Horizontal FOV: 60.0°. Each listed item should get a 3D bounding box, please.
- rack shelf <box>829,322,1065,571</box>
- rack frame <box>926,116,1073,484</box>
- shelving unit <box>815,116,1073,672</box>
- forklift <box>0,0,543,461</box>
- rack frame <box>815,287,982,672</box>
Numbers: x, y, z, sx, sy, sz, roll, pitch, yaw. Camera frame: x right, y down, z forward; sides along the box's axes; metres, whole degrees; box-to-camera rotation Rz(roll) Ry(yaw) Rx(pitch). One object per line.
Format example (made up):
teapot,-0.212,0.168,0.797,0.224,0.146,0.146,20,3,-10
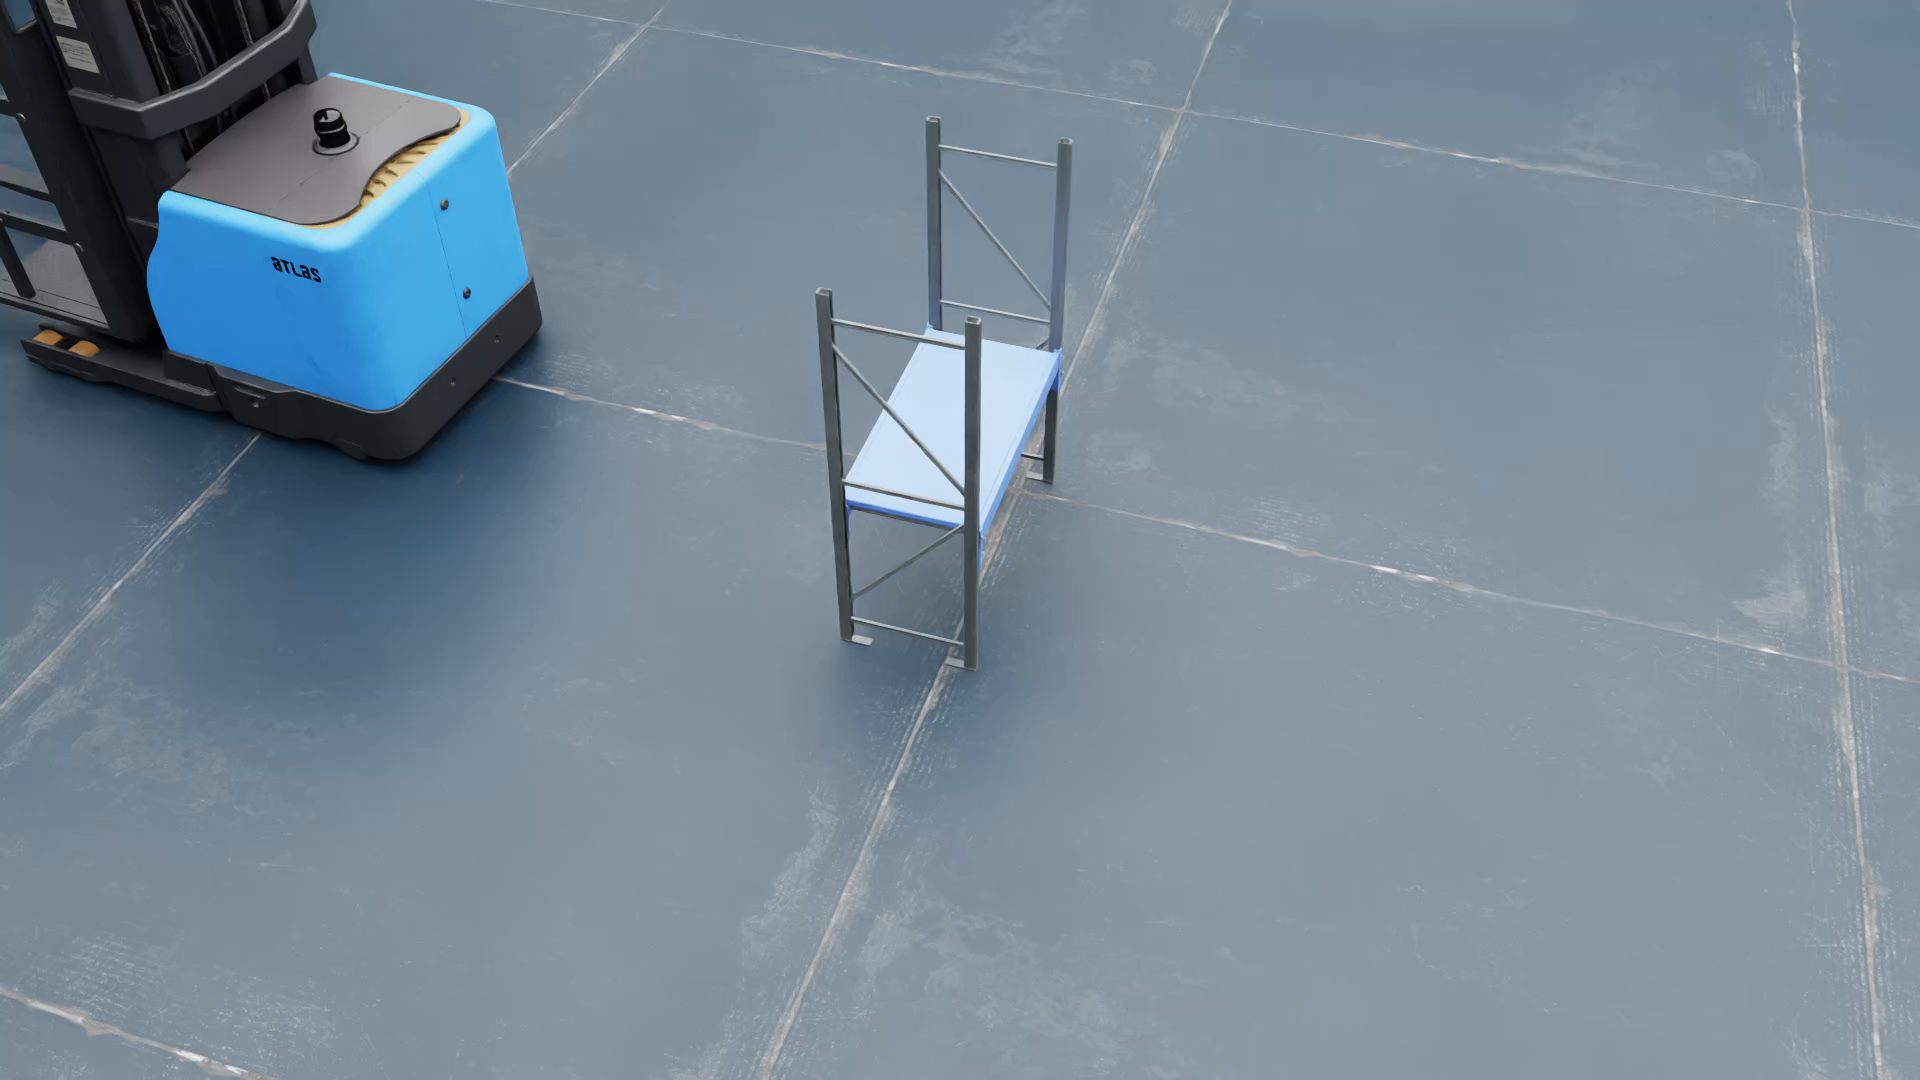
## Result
rack shelf,-0.026,-0.351,5.793,0.538,0.185,1.000,13,46,12
rack frame,0.128,-0.818,6.014,0.500,1.500,0.032,13,46,12
shelving unit,-0.026,-0.479,5.667,0.538,1.500,1.048,13,46,12
forklift,-3.347,-2.031,6.230,3.031,2.935,1.130,16,47,16
rack frame,-0.180,-0.140,5.321,0.500,1.500,0.032,13,46,12
